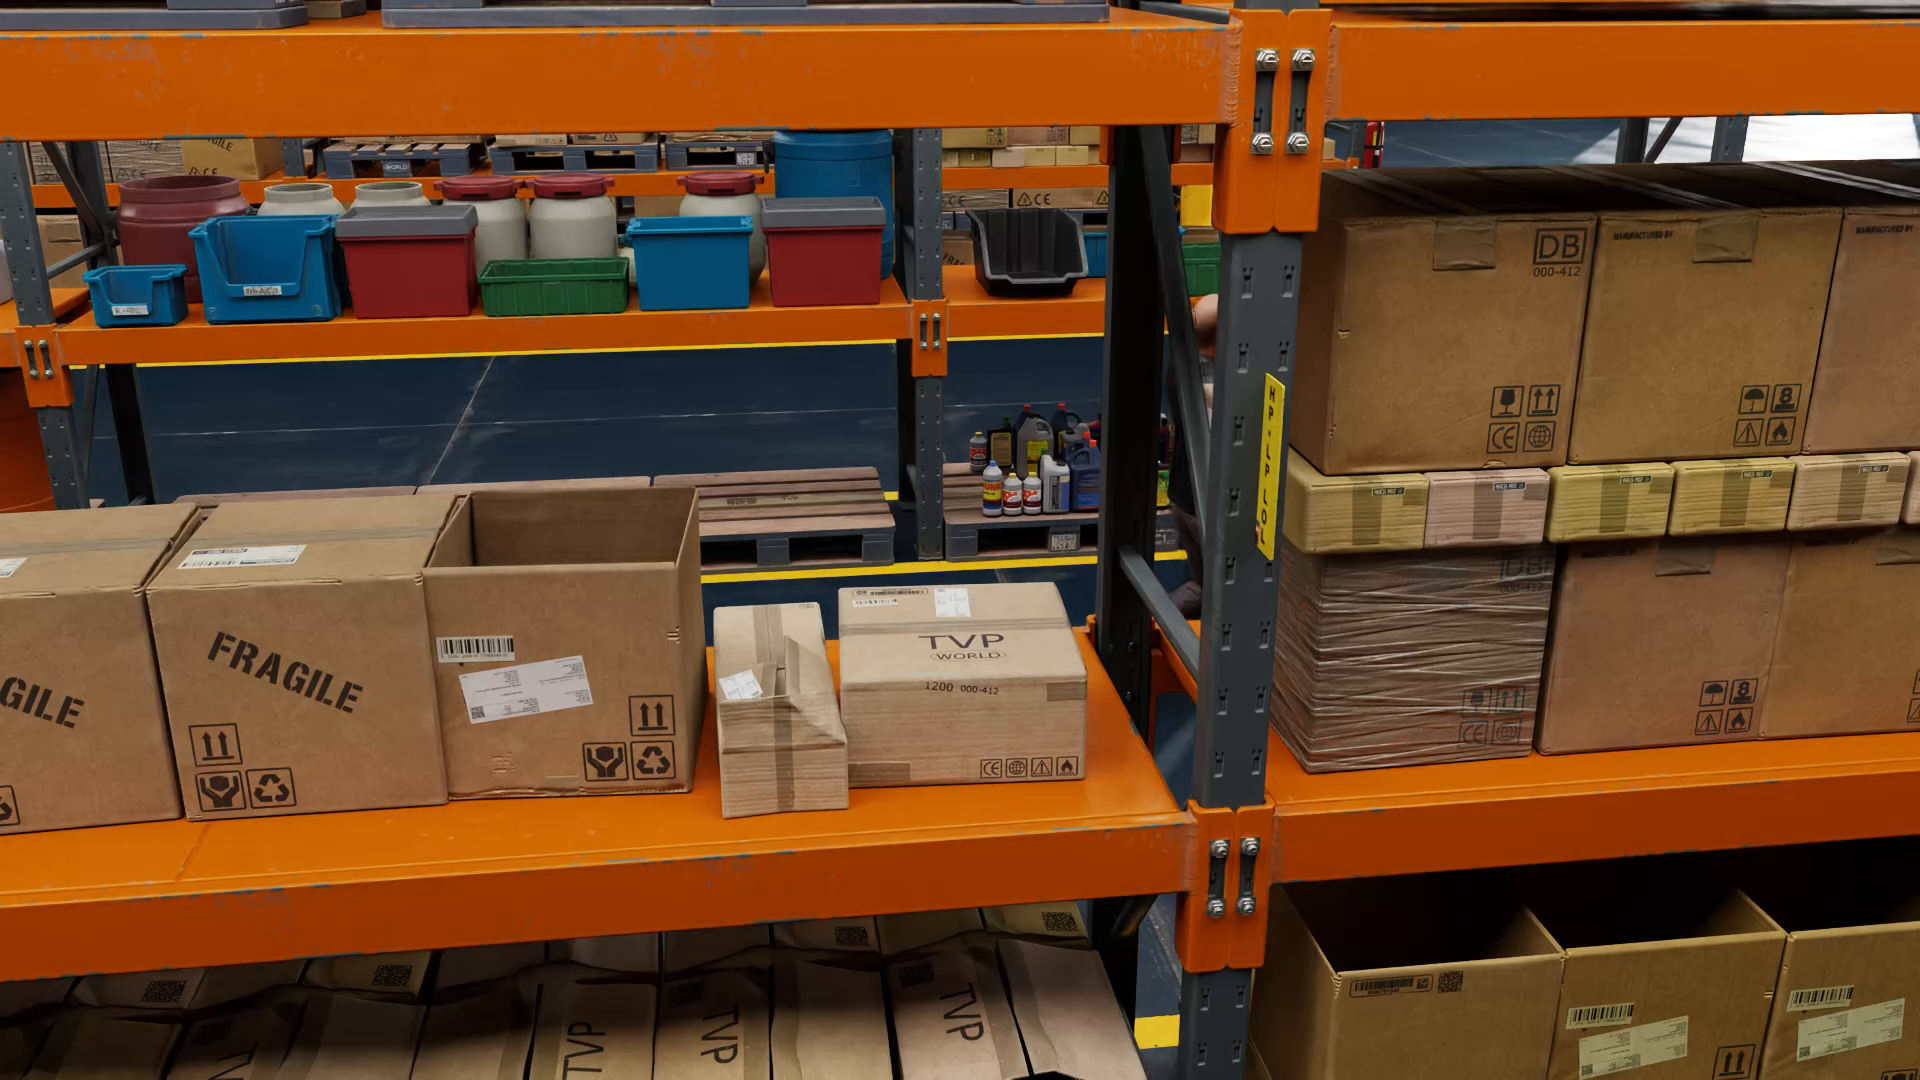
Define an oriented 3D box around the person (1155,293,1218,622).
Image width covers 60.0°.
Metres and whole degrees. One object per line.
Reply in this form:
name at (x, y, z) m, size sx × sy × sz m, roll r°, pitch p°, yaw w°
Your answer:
person at (1.026, -0.124, 6.450) m, size 0.824 × 1.693 × 0.545 m, roll -4°, pitch 20°, yaw -11°
